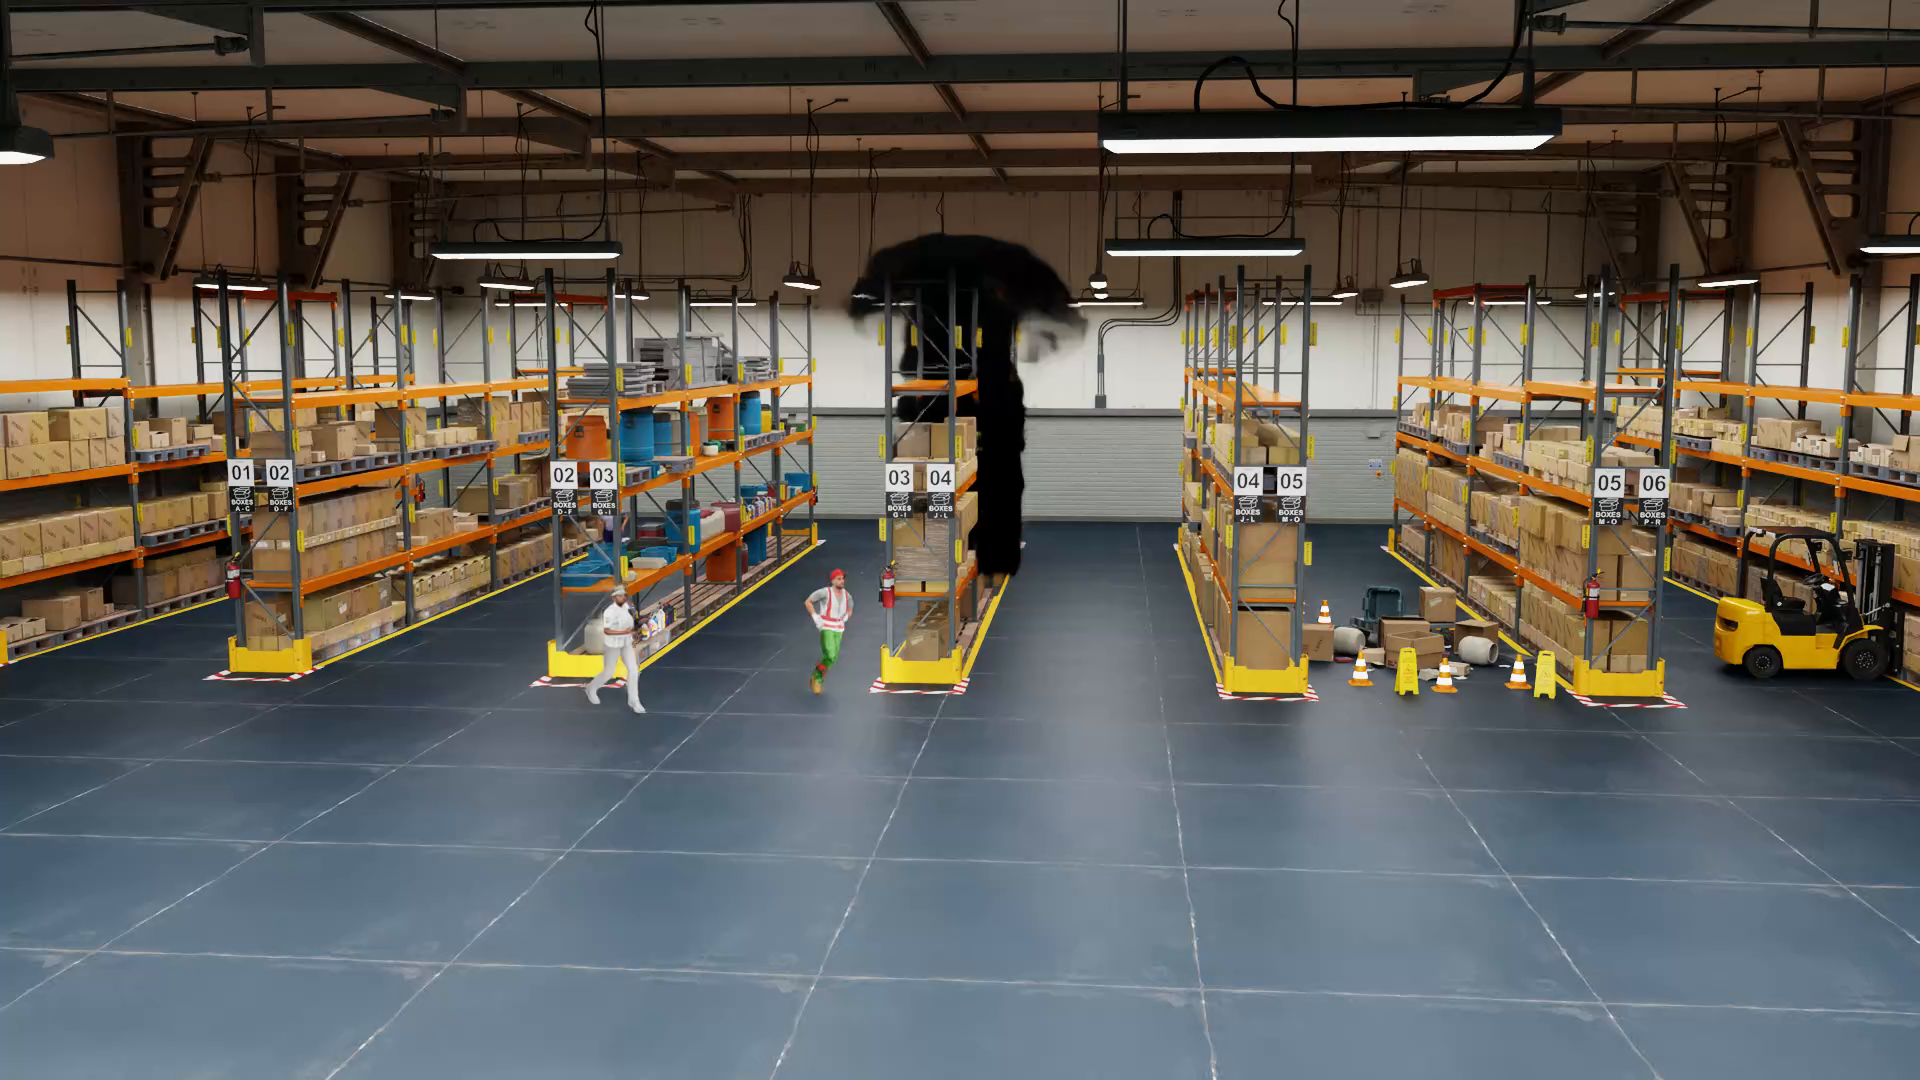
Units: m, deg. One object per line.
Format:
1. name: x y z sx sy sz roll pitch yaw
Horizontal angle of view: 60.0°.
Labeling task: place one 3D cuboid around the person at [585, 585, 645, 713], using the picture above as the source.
1. person: -4.639 1.446 22.435 0.924 1.733 0.589 5 9 36

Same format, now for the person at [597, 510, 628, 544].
1. person: -7.291 -0.075 34.853 0.602 1.645 0.913 0 7 -2

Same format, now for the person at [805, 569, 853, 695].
1. person: -1.806 1.284 23.527 0.658 1.758 0.628 -6 9 -40
